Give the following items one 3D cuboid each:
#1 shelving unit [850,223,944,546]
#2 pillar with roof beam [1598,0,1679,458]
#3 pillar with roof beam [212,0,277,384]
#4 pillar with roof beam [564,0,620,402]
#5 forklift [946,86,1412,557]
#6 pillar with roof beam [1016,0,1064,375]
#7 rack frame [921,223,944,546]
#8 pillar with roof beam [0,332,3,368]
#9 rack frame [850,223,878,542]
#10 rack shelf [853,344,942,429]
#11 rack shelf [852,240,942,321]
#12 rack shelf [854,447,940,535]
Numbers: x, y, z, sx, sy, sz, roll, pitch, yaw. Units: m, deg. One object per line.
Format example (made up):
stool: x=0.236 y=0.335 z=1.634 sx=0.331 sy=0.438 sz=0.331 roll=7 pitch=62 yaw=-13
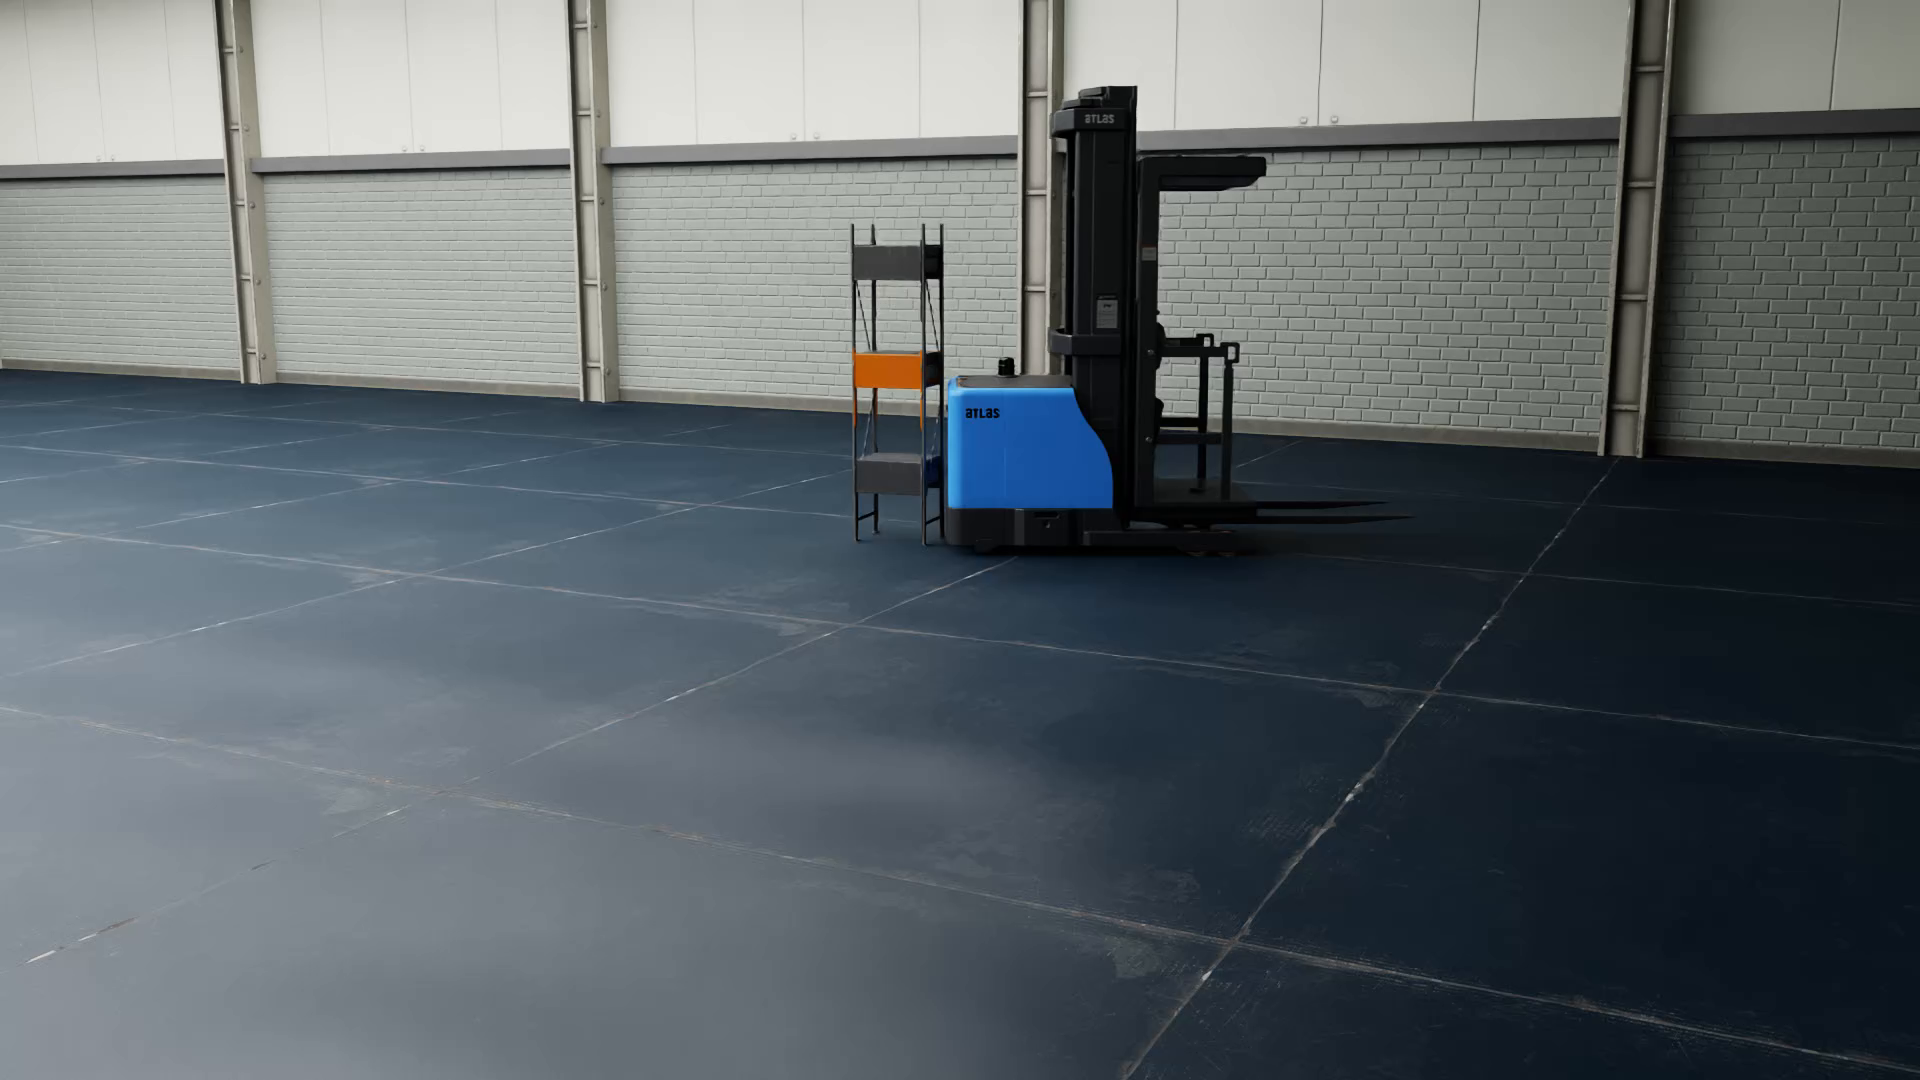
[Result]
shelving unit: x=-0.410 y=-1.038 z=11.072 sx=0.503 sy=2.100 sz=0.431 roll=3 pitch=11 yaw=18
pillar with roof beam: x=4.334 y=-4.545 z=11.077 sx=0.400 sy=9.000 sz=9.100 roll=5 pitch=11 yaw=26
pillar with roof beam: x=-11.809 y=-5.964 z=18.914 sx=0.400 sy=9.000 sz=9.100 roll=5 pitch=11 yaw=26
pillar with roof beam: x=-6.428 y=-5.491 z=16.301 sx=0.400 sy=9.000 sz=9.100 roll=5 pitch=11 yaw=26
forklift: x=1.422 y=-1.431 z=10.906 sx=3.031 sy=2.935 sz=1.130 roll=0 pitch=10 yaw=-1
pillar with roof beam: x=-1.047 y=-5.018 z=13.689 sx=0.400 sy=9.000 sz=9.100 roll=5 pitch=11 yaw=26
rack frame: x=-0.178 y=-1.025 z=10.996 sx=0.015 sy=2.100 sz=0.400 roll=3 pitch=11 yaw=18
pillar with roof beam: x=-17.189 y=-6.437 z=21.526 sx=0.400 sy=9.000 sz=9.100 roll=5 pitch=11 yaw=26
rack frame: x=-0.642 y=-1.052 z=11.148 sx=0.015 sy=2.100 sz=0.400 roll=3 pitch=11 yaw=18
rack shelf: x=-0.410 y=-1.025 z=11.074 sx=0.480 sy=0.518 sz=0.431 roll=3 pitch=11 yaw=18
rack shelf: x=-0.410 y=-1.714 z=10.950 sx=0.480 sy=0.518 sz=0.431 roll=3 pitch=11 yaw=18
rack shelf: x=-0.410 y=-0.336 z=11.199 sx=0.480 sy=0.518 sz=0.431 roll=3 pitch=11 yaw=18
